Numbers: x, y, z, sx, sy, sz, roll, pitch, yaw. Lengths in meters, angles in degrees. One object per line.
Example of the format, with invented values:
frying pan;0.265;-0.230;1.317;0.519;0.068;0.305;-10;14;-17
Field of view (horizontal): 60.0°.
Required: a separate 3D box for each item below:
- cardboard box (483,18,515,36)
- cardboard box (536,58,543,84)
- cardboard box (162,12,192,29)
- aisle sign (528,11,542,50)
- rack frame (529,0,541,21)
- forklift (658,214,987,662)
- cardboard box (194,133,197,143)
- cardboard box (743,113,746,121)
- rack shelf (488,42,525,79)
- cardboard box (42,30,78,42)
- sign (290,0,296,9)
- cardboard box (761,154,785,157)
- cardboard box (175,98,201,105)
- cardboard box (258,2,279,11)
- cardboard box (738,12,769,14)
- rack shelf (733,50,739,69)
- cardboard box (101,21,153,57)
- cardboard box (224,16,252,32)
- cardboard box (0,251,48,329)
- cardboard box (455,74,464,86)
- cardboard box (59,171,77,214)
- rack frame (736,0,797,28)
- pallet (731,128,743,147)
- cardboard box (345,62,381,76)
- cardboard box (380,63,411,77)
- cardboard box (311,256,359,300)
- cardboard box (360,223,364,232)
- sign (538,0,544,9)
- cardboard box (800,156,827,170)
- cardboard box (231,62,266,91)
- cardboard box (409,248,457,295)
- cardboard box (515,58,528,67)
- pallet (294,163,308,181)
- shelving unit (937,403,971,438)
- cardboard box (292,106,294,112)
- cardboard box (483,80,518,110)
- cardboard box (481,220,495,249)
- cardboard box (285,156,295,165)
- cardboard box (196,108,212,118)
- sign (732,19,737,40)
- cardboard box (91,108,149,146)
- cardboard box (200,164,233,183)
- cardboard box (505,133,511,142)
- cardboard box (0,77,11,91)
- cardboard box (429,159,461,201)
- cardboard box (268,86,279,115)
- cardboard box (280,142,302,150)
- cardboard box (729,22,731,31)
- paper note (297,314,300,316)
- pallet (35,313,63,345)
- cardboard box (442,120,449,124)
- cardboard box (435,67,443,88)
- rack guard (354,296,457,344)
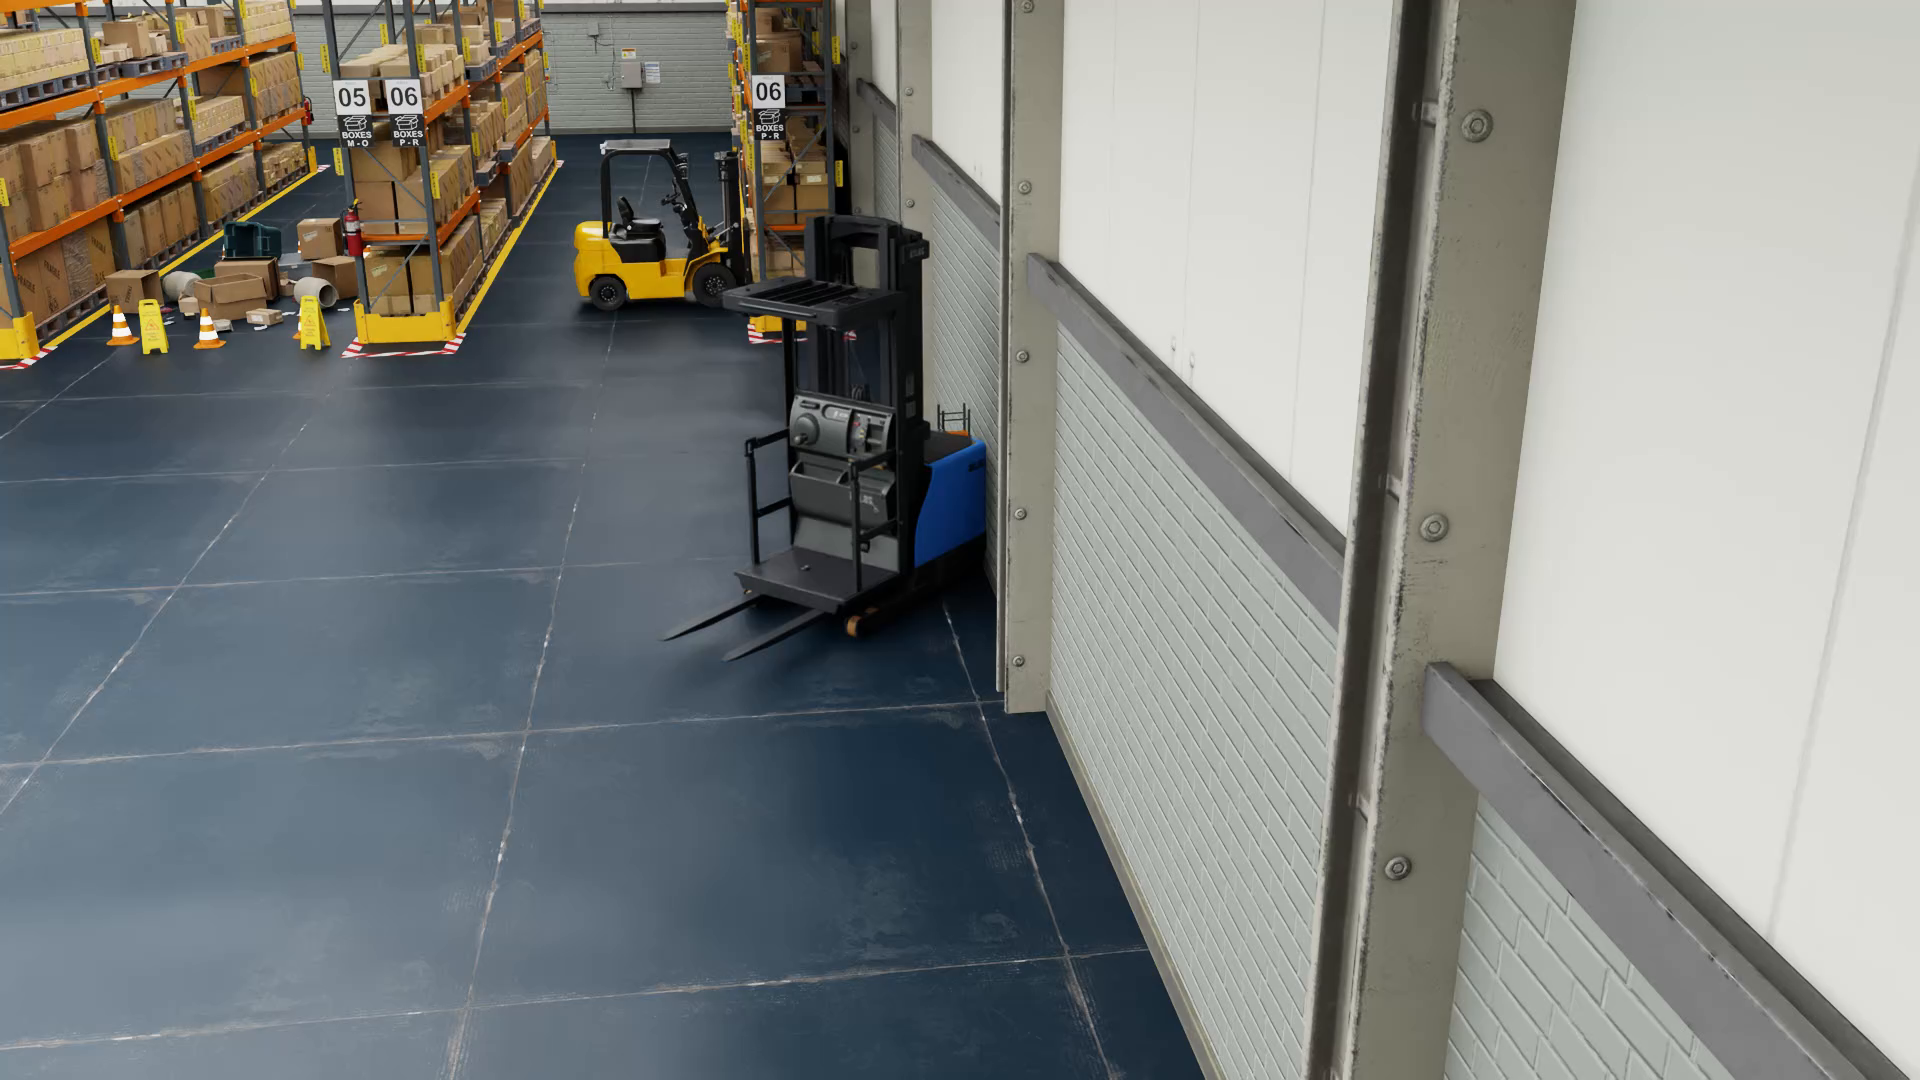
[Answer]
cardboard box;-8.395;-9.353;30.286;0.500;0.311;0.500;-3;21;-8
cardboard box;-8.897;-9.653;34.278;0.500;0.500;0.500;-3;21;-8
cardboard box;-12.897;-8.561;27.401;0.396;0.266;0.258;-3;21;-8
aisle sign;-9.011;-10.731;35.019;0.394;0.787;0.004;-3;21;-8
rack frame;-9.307;-12.283;34.316;1.000;3.000;0.127;-3;21;-8
forklift;-1.016;-0.837;12.341;1.130;2.935;3.031;13;24;32
cardboard box;-12.902;-6.662;27.600;0.380;0.149;0.250;-3;21;-9
cardboard box;-3.448;-7.088;27.910;0.380;0.149;0.250;-2;21;-7
rack shelf;-8.442;-8.463;29.404;1.077;0.370;4.000;-3;21;-8
cardboard box;-12.056;-6.740;22.237;0.380;0.149;0.250;-3;21;-8
sign;-13.639;-11.029;33.980;0.100;0.325;0.005;-3;21;-8
cardboard box;-2.480;-4.961;21.791;0.380;0.149;0.250;-2;21;-7
cardboard box;-13.966;-7.905;30.077;0.380;0.149;0.250;-2;21;-6
cardboard box;-13.730;-10.578;32.969;0.380;0.149;0.250;-3;21;-7
cardboard box;-3.379;-8.387;27.285;0.500;0.500;0.500;-3;21;-7
rack shelf;-3.531;-8.715;30.078;1.077;0.370;4.000;-3;21;-8
cardboard box;-12.510;-7.526;24.980;0.500;0.500;0.500;-3;21;-8
cardboard box;-13.446;-9.551;30.788;0.500;0.250;0.500;-2;21;-6
cardboard box;-12.047;-3.081;20.689;0.875;0.875;0.875;-3;21;-7
cardboard box;-7.229;-6.511;23.509;0.380;0.149;0.250;-3;21;-7
cardboard box;-12.333;-4.594;22.089;0.875;0.550;0.550;-3;21;-8
rack frame;-3.242;-9.765;27.574;1.000;3.000;0.127;-3;21;-8
pallet;-3.410;-7.096;29.276;1.213;0.211;1.003;-3;21;-8
cardboard box;-7.341;-5.787;20.431;0.380;0.149;0.250;-3;21;-7
cardboard box;-6.850;-5.727;20.270;0.380;0.149;0.250;-3;21;-8
cardboard box;-8.769;-3.708;23.501;0.500;0.500;0.500;12;24;29
cardboard box;-7.412;-4.016;21.115;0.380;0.149;0.250;-3;21;-8
sign;-8.768;-11.278;34.760;0.100;0.325;0.005;-3;21;-8
cardboard box;-1.903;-4.897;21.619;0.380;0.149;0.250;-2;21;-6
cardboard box;-13.528;-8.805;31.580;0.500;0.500;0.500;-4;21;-9
cardboard box;-6.847;-3.494;21.617;0.500;0.500;0.500;-4;21;-10
cardboard box;-8.626;-9.293;32.385;0.380;0.149;0.250;-3;21;-8
pallet;-14.098;-7.572;34.263;1.003;0.211;1.213;-3;21;-8
shelving unit;-0.051;-0.547;14.034;0.258;1.200;0.189;-5;22;-11
cardboard box;-13.814;-8.798;33.917;0.380;0.149;0.250;-3;21;-8
cardboard box;-8.193;-7.927;29.656;0.500;0.500;0.500;-3;21;-7
cardboard box;-7.762;-4.714;25.780;0.950;0.372;0.625;-2;21;-4
cardboard box;-13.668;-7.662;33.566;0.380;0.149;0.250;-3;21;-7
cardboard box;-13.063;-7.309;28.481;0.380;0.149;0.250;-2;21;-5
sign;-3.780;-8.575;27.937;0.100;0.325;0.005;-3;21;-8
cardboard box;-12.758;-6.248;25.160;0.700;0.500;0.500;-3;21;-8
cardboard box;-13.029;-6.394;29.022;0.500;0.250;0.500;-3;21;-7
cardboard box;-7.975;-6.815;28.463;0.500;0.250;0.500;-3;21;-9
cardboard box;-11.690;-5.489;20.029;0.380;0.149;0.250;-3;21;-8
cardboard box;-7.028;-4.828;22.363;0.500;0.500;0.500;-3;21;-9
cardboard box;-13.552;-8.521;32.248;0.500;0.500;0.500;-3;21;-9
cardboard box;-13.864;-8.157;34.468;0.380;0.149;0.250;-3;21;-7
cardboard box;-4.081;-9.481;30.716;0.380;0.149;0.250;-3;21;-7
paper note;-8.908;-3.036;22.405;0.032;0.001;0.123;-3;21;-8
pallet;-12.077;-2.615;20.990;1.003;0.211;1.213;-3;21;-8
cardboard box;-7.944;-6.021;24.955;0.500;0.500;0.500;-3;21;-7
cardboard box;-6.971;-5.947;21.429;0.500;0.250;0.500;-2;21;-6
rack guard;-7.011;-2.788;21.041;1.175;0.500;0.348;-3;21;-8
